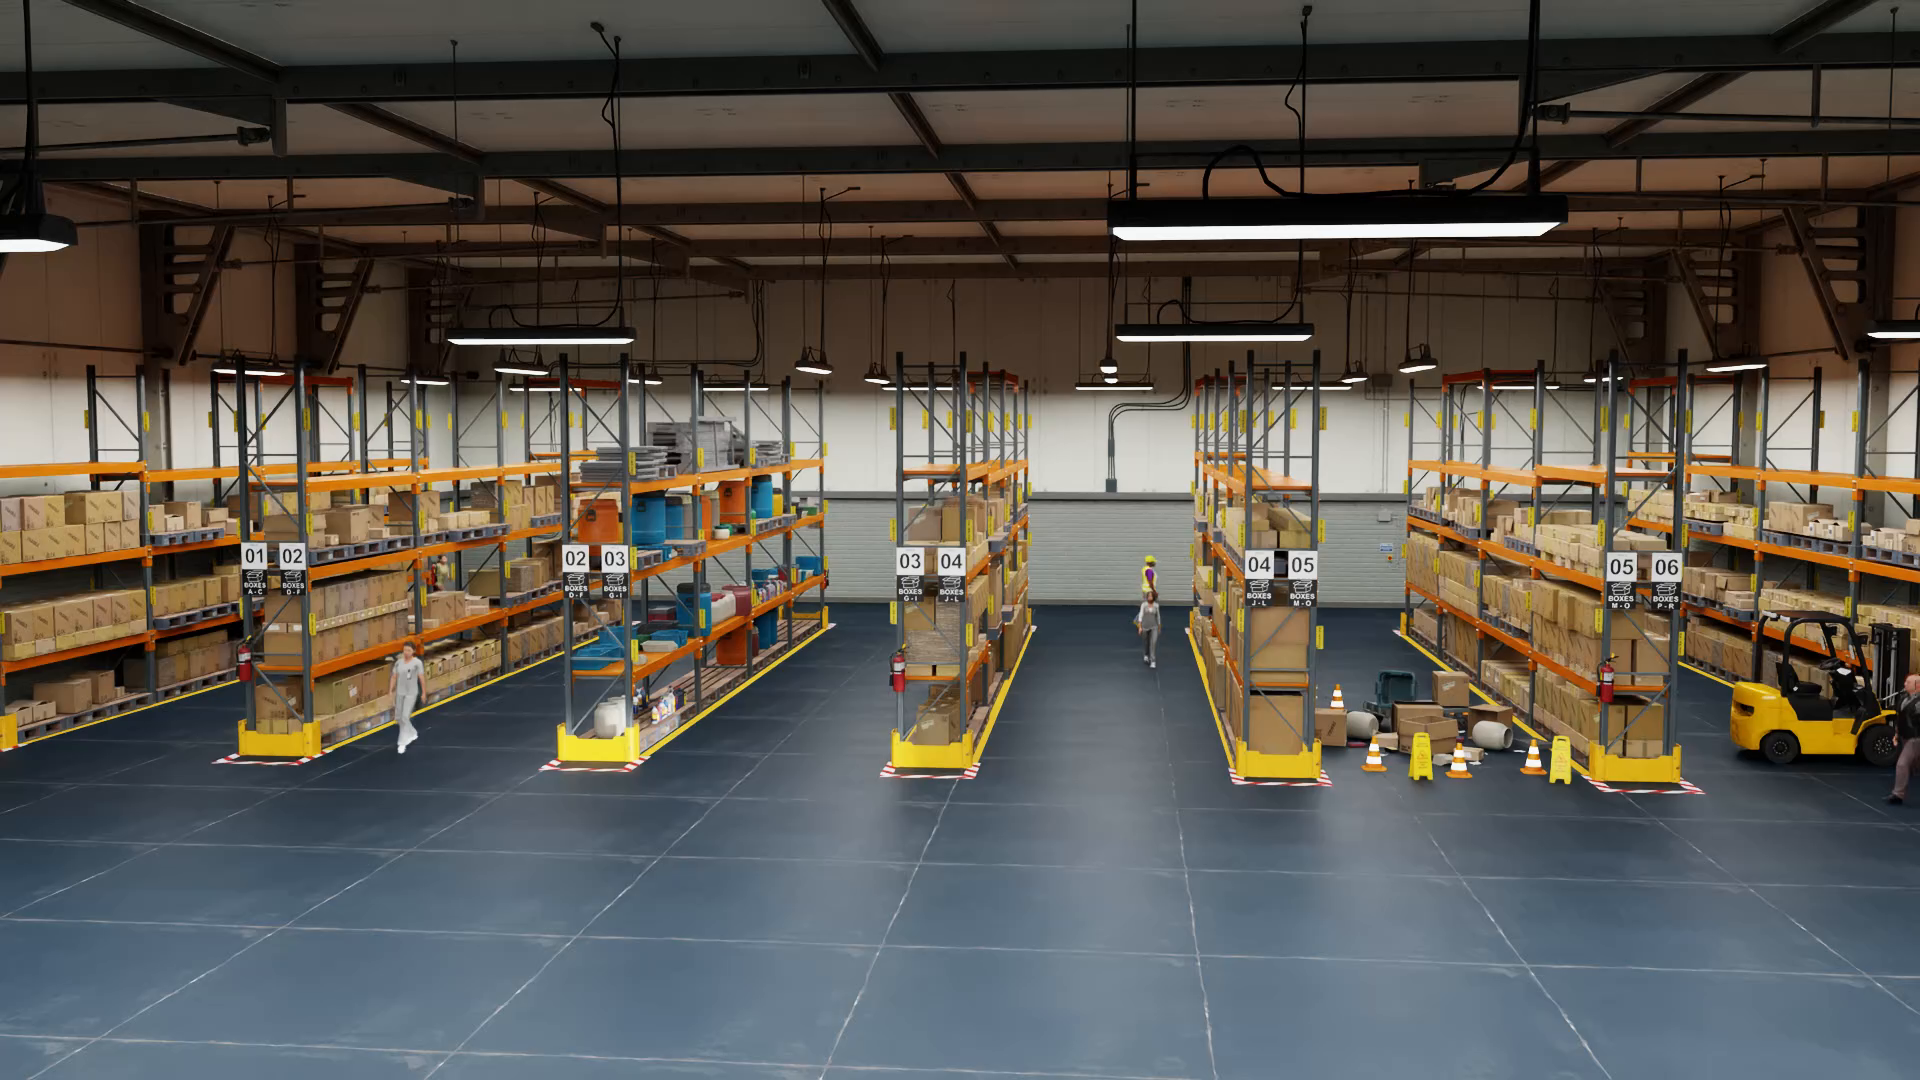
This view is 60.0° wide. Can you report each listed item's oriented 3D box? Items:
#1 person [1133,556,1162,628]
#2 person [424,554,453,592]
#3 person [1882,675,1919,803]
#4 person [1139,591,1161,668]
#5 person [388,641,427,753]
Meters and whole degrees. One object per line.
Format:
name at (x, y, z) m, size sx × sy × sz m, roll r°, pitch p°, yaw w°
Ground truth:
person at (4.560, 1.255, 40.320) m, size 0.756 × 1.757 × 0.585 m, roll 0°, pitch 4°, yaw 1°
person at (-13.365, 1.185, 42.535) m, size 0.846 × 1.677 × 0.514 m, roll 0°, pitch 4°, yaw 5°
person at (12.560, 2.603, 21.837) m, size 0.964 × 1.690 × 0.555 m, roll 0°, pitch 4°, yaw -1°
person at (3.880, 1.811, 33.999) m, size 0.464 × 1.521 × 0.994 m, roll 0°, pitch 4°, yaw 4°
person at (-8.465, 2.386, 25.476) m, size 0.515 × 1.683 × 0.707 m, roll 0°, pitch 4°, yaw 5°
